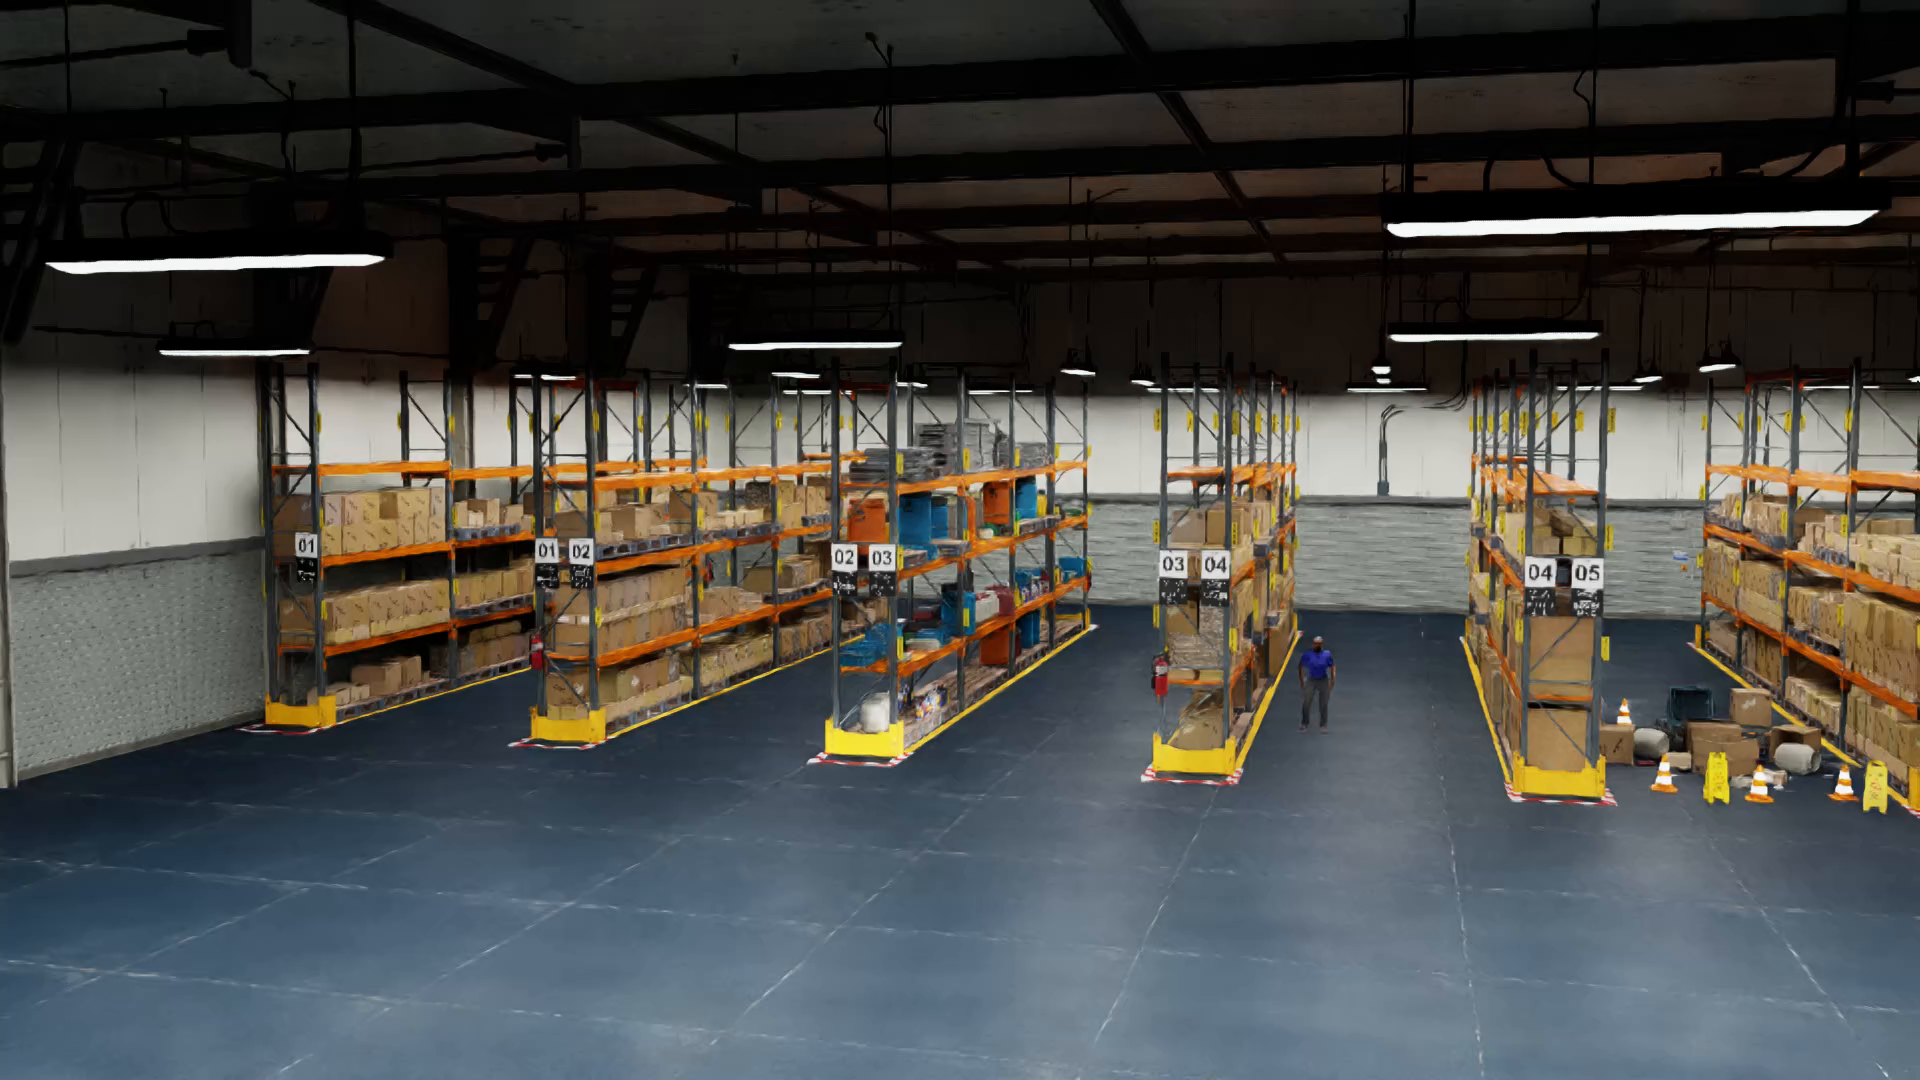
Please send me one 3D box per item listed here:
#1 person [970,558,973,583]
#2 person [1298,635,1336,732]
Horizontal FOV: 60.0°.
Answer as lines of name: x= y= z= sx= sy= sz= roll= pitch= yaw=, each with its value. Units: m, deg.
person: x=0.175 y=1.250 z=40.368 sx=0.440 sy=1.787 sz=0.702 roll=0 pitch=4 yaw=5
person: x=5.768 y=2.325 z=26.891 sx=0.592 sy=1.590 sz=0.513 roll=1 pitch=4 yaw=13
